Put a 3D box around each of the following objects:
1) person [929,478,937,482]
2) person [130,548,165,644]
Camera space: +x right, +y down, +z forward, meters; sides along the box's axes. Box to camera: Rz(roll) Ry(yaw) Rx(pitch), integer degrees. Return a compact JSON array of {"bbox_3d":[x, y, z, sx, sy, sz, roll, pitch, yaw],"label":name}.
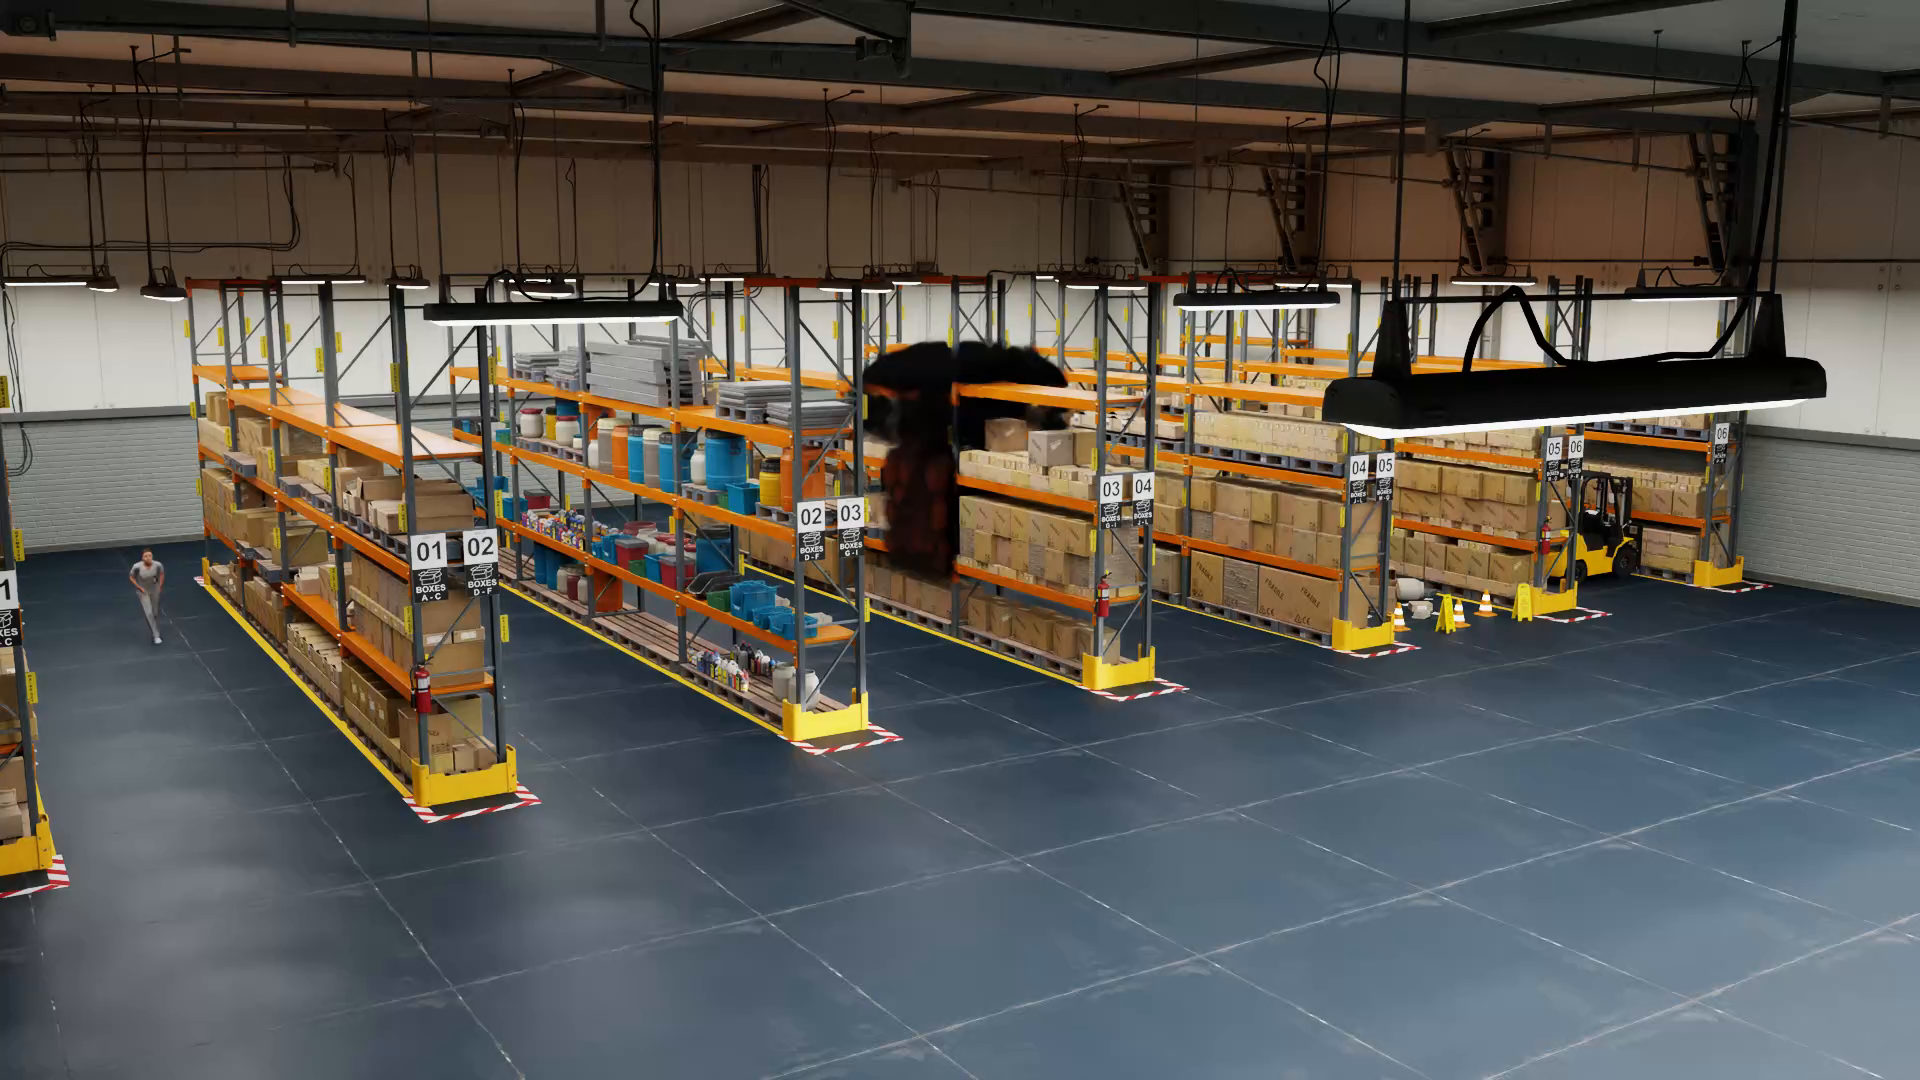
[{"bbox_3d":[-0.606,-0.603,35.662,0.556,1.636,0.759,-4,11,-25],"label":"person"},{"bbox_3d":[-13.630,0.898,27.918,0.539,1.614,0.786,-6,11,-30],"label":"person"}]
